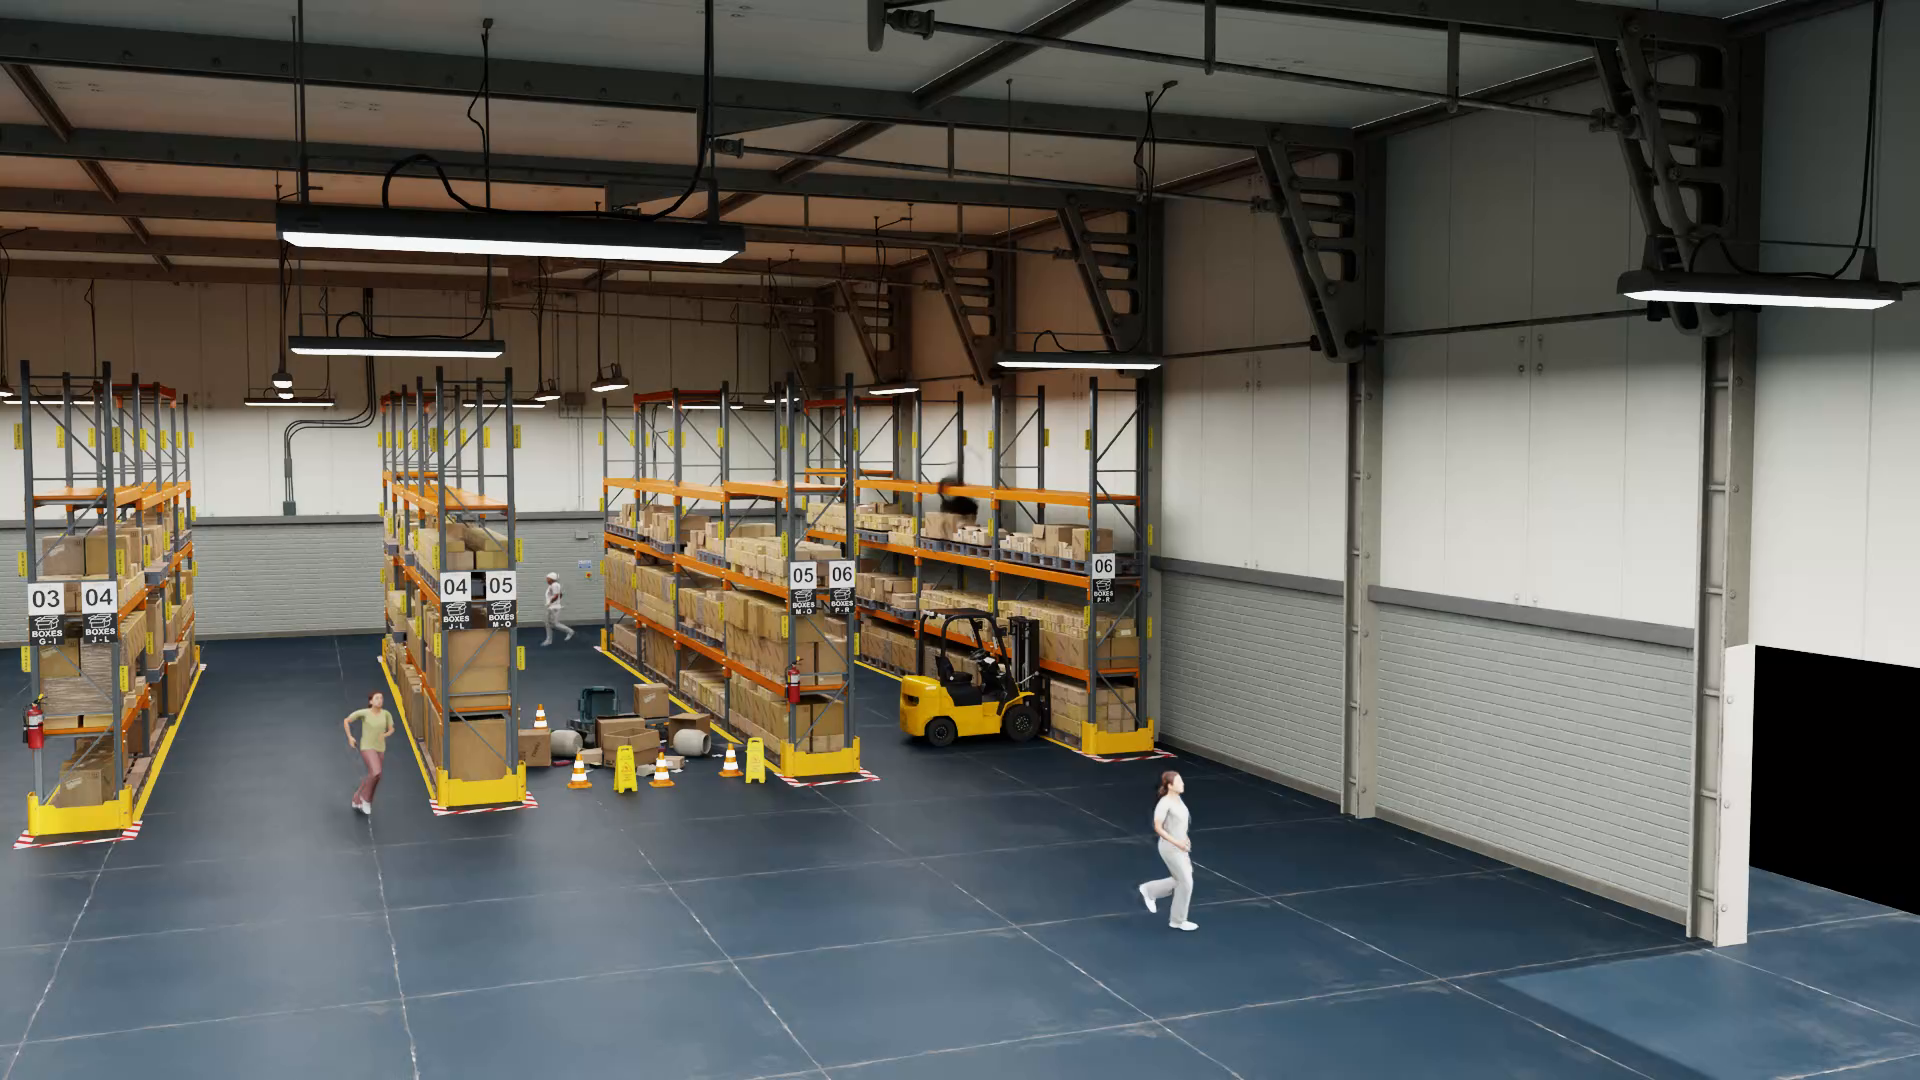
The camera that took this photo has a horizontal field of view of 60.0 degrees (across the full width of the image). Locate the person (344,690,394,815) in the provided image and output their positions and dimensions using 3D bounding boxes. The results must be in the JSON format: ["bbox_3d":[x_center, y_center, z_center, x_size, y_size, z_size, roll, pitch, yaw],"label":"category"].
[{"bbox_3d":[-7.885,2.836,22.333,0.669,1.625,0.575,3,4,36],"label":"person"}]

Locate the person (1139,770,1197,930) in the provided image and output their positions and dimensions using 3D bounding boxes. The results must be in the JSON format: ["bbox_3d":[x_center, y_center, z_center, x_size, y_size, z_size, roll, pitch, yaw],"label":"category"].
[{"bbox_3d":[2.125,3.158,17.033,0.655,1.627,0.585,2,4,27],"label":"person"}]

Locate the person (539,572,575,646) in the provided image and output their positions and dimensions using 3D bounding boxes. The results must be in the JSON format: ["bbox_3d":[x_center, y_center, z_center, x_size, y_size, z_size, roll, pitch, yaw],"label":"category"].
[{"bbox_3d":[-9.798,1.683,40.397,0.850,1.793,0.694,-1,4,-11],"label":"person"}]
